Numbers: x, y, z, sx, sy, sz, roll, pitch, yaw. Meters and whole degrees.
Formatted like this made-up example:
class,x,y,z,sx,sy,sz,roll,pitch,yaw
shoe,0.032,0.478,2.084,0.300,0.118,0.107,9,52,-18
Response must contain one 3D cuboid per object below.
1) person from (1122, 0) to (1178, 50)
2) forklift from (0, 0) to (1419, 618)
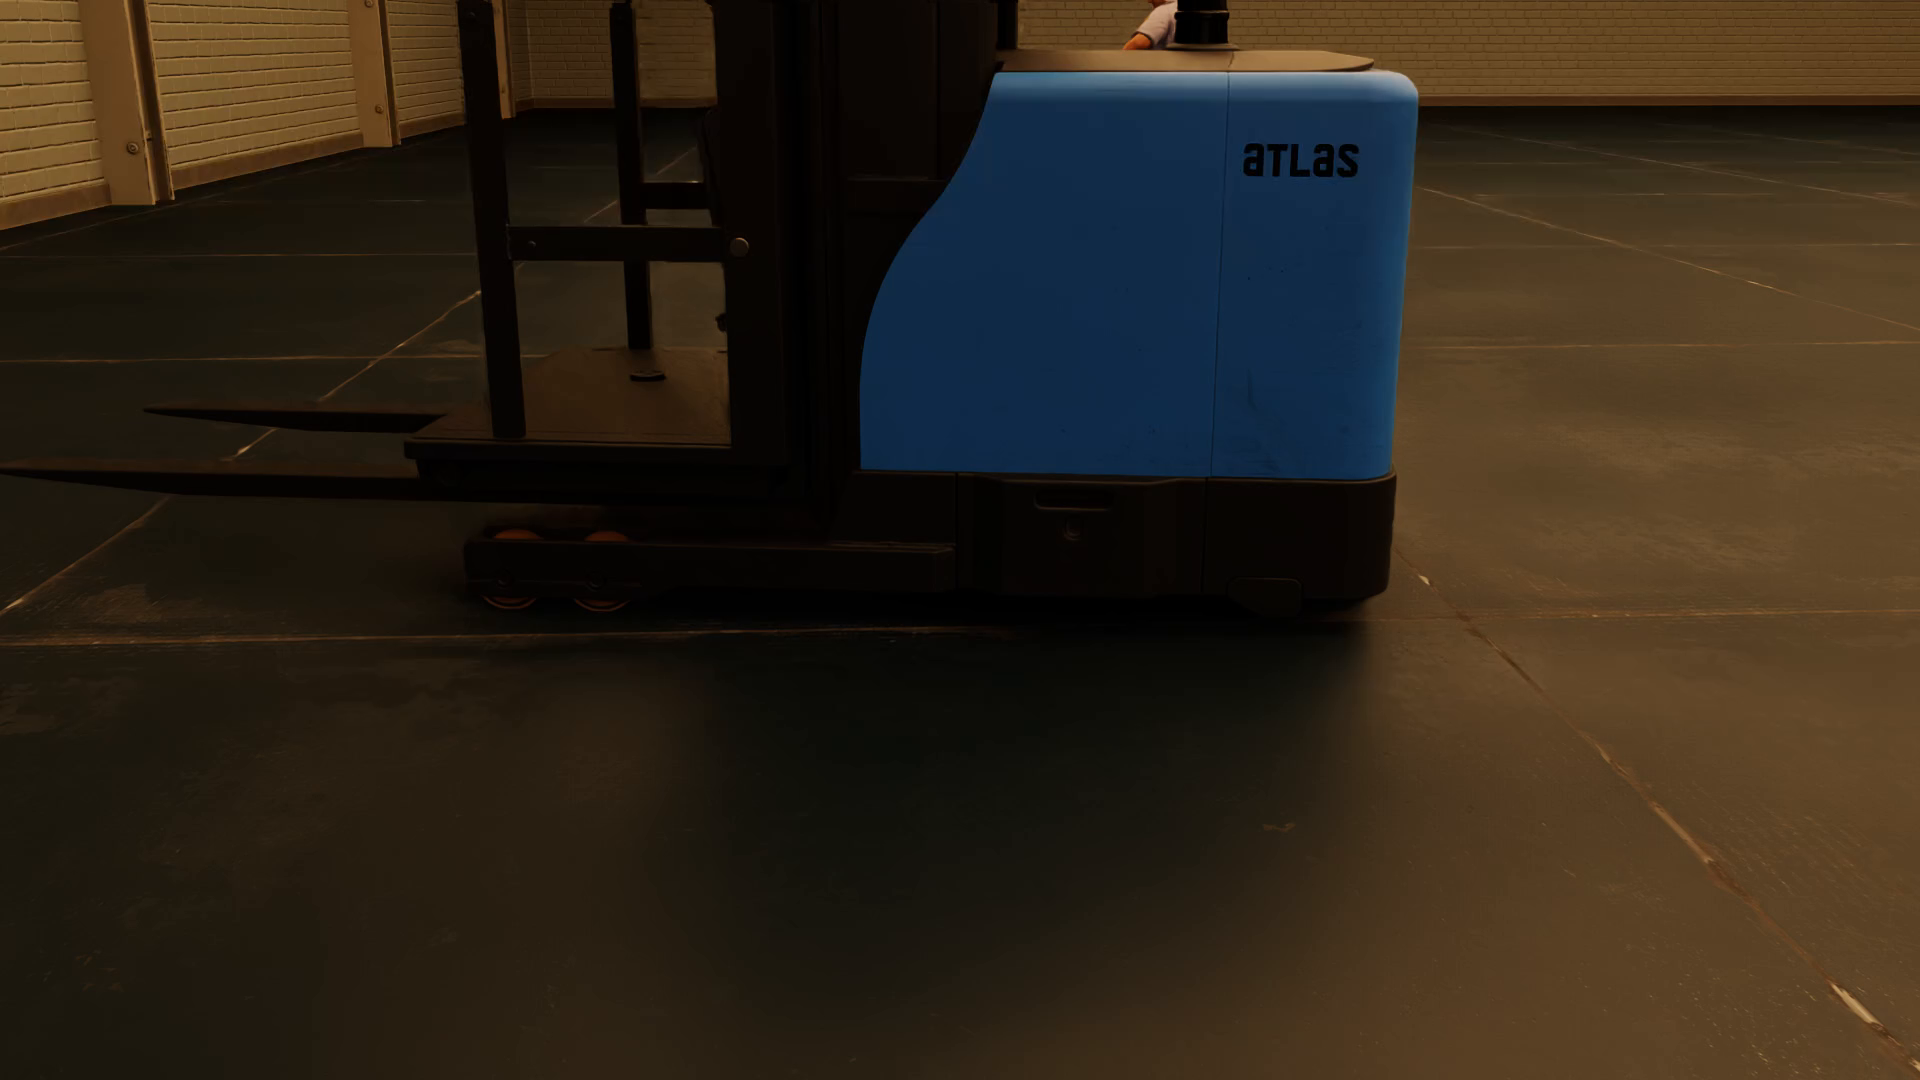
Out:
class,x,y,z,sx,sy,sz,roll,pitch,yaw
person,1.045,-2.116,8.337,1.021,1.531,0.478,-10,20,-31
forklift,-0.606,-1.404,3.496,3.031,2.935,1.130,1,17,5
